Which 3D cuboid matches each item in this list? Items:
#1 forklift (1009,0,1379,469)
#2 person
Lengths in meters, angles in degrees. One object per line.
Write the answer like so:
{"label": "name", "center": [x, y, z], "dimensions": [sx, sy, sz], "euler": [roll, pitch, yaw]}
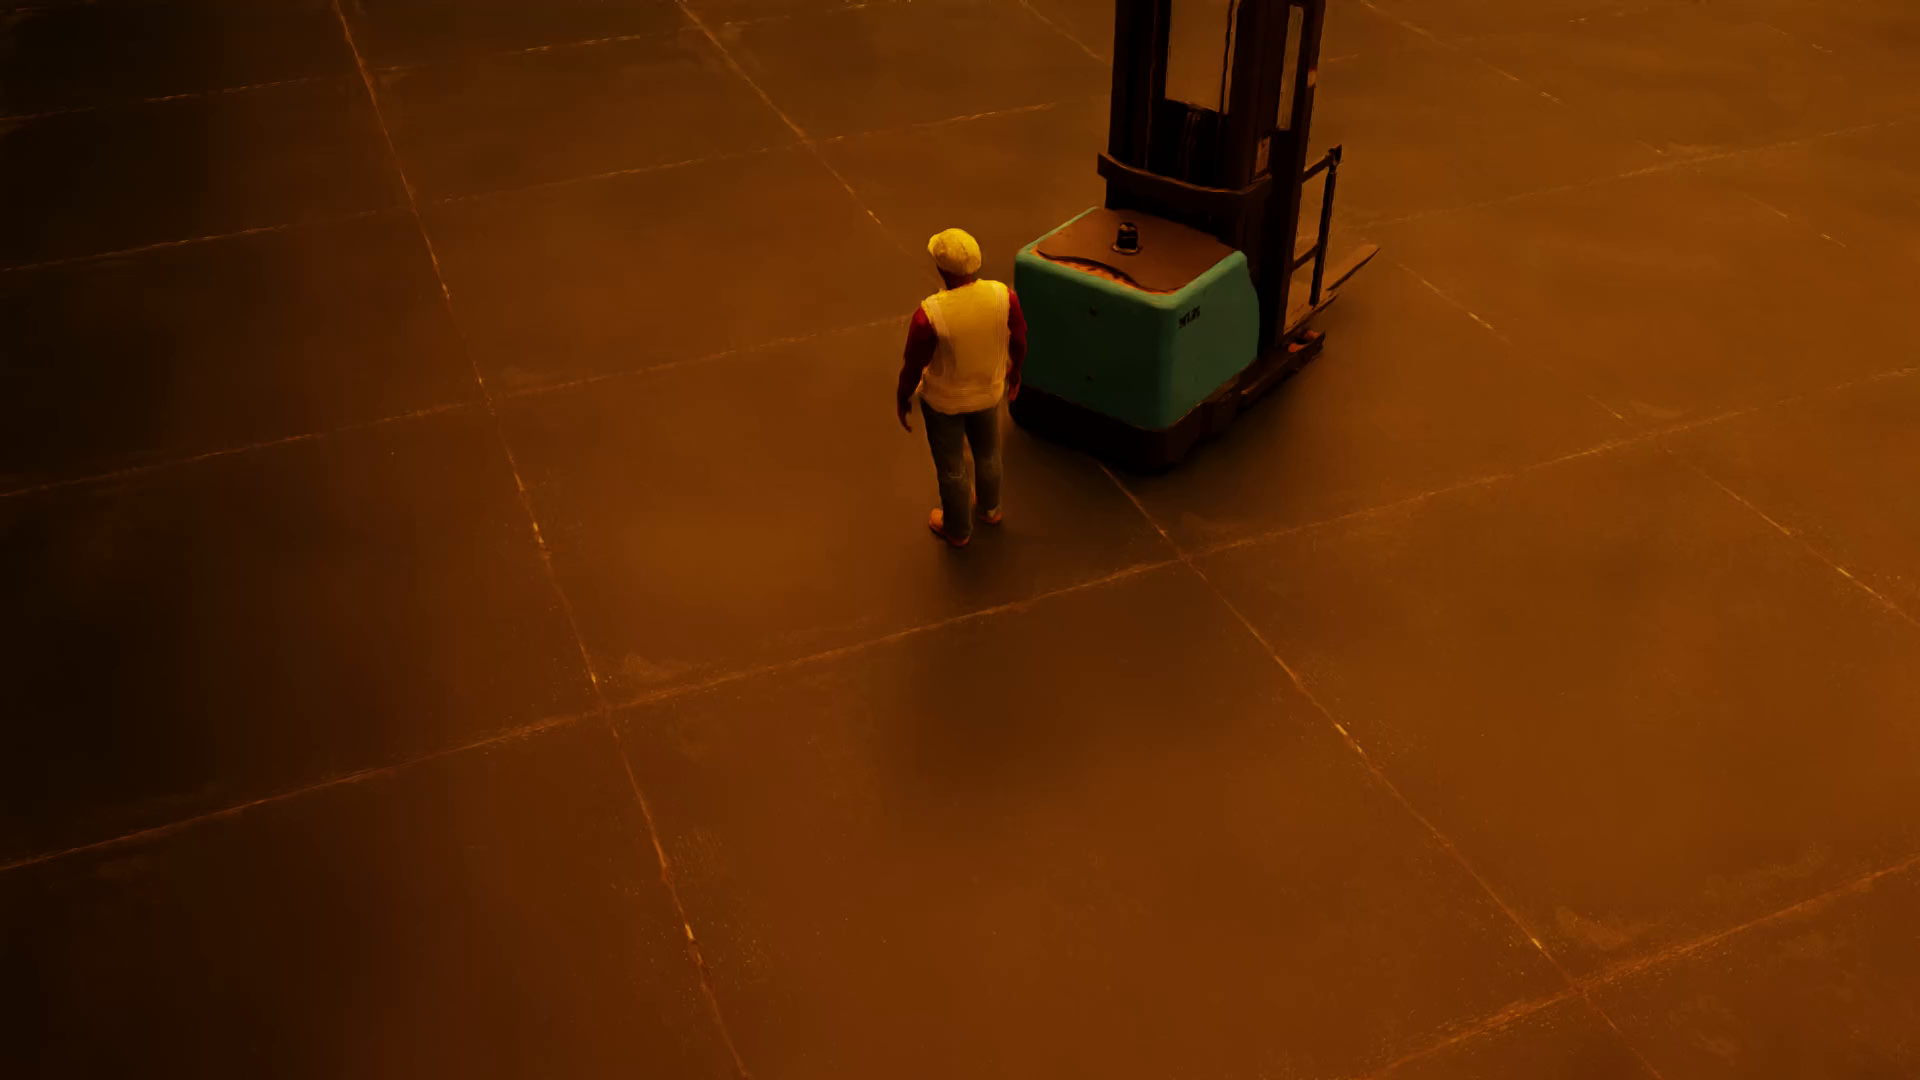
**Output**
{"label": "forklift", "center": [1.578, -2.379, 9.443], "dimensions": [1.130, 2.935, 3.031], "euler": [24, 42, 30]}
{"label": "person", "center": [-0.022, -0.764, 8.166], "dimensions": [0.665, 1.766, 0.576], "euler": [-14, 38, -19]}
